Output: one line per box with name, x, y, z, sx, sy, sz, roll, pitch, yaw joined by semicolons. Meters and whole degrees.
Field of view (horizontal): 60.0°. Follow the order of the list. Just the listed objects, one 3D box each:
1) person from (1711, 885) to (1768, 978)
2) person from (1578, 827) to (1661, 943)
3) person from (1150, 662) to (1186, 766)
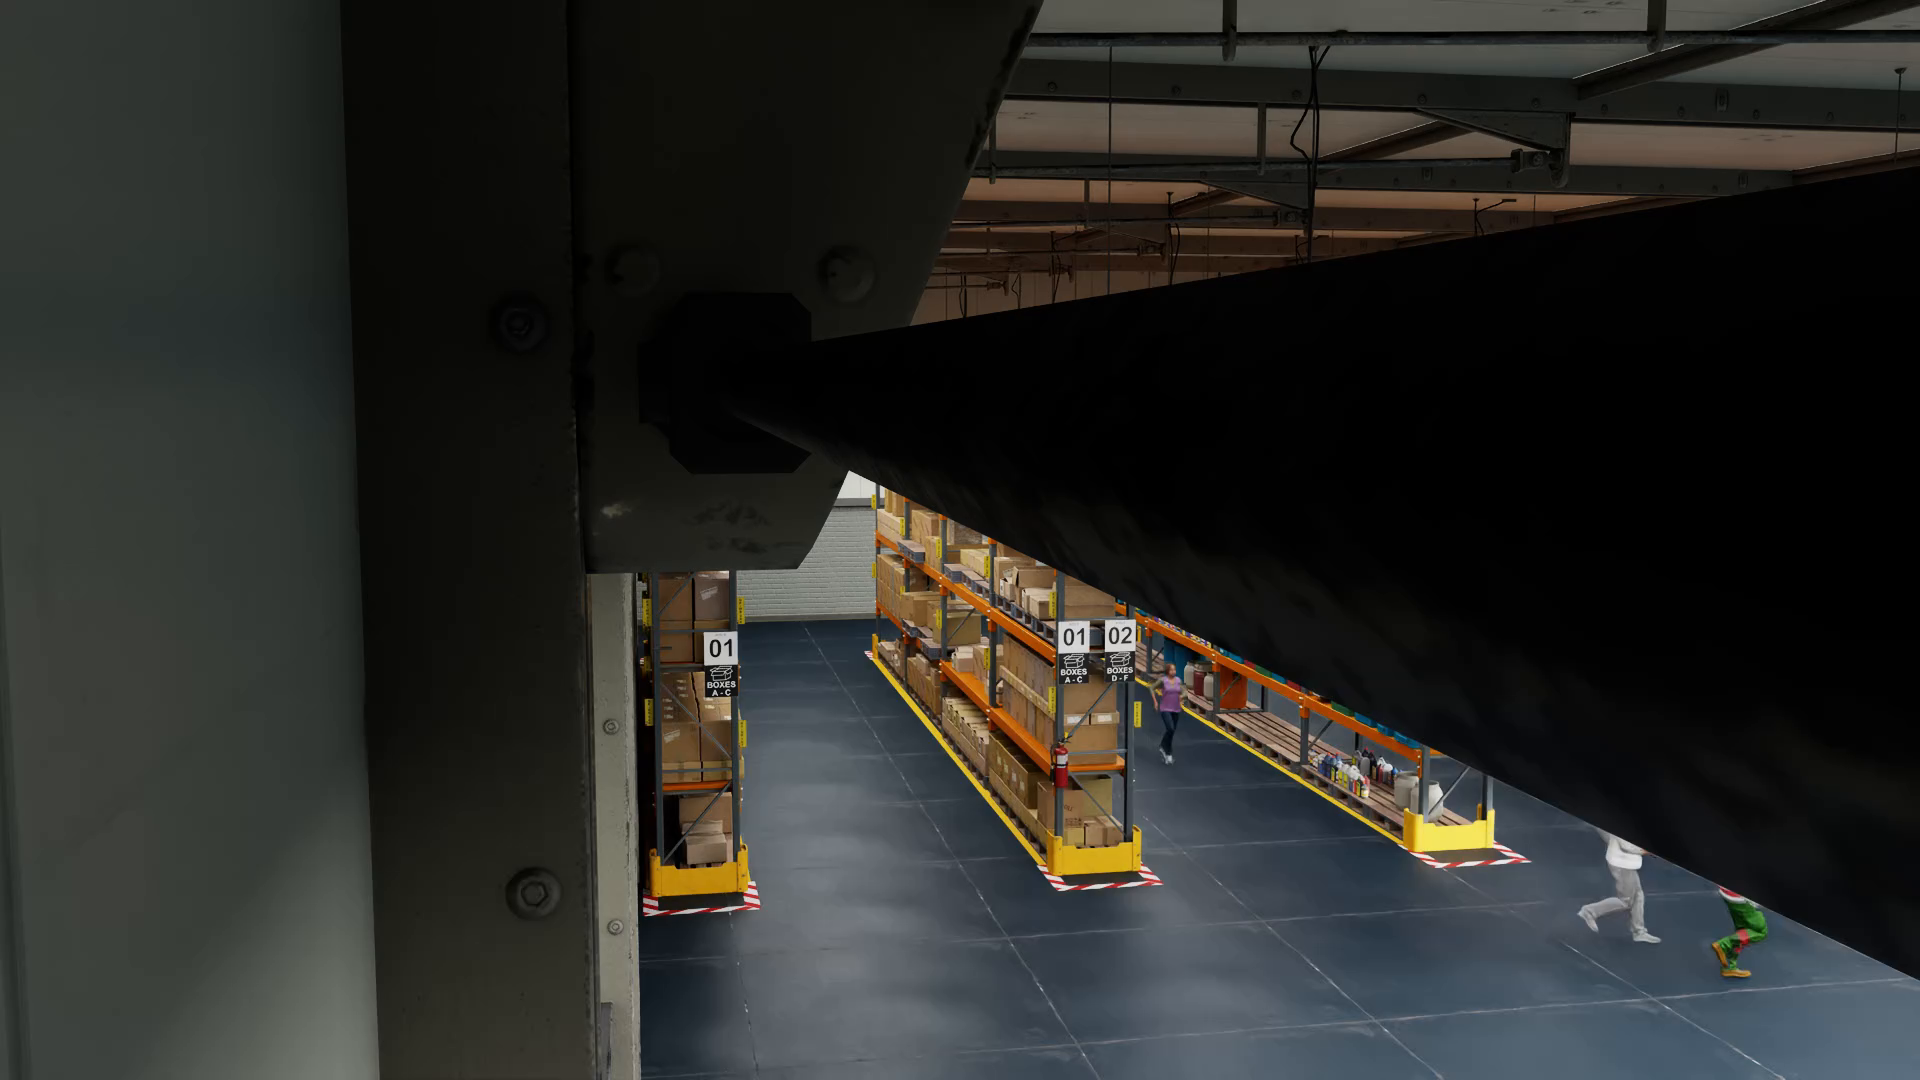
person;8.113;3.694;17.282;0.567;1.735;0.657;0;6;4
person;7.288;3.572;18.324;0.904;1.758;0.660;1;6;9
person;3.375;2.787;26.788;0.503;1.644;0.710;-2;6;-22
